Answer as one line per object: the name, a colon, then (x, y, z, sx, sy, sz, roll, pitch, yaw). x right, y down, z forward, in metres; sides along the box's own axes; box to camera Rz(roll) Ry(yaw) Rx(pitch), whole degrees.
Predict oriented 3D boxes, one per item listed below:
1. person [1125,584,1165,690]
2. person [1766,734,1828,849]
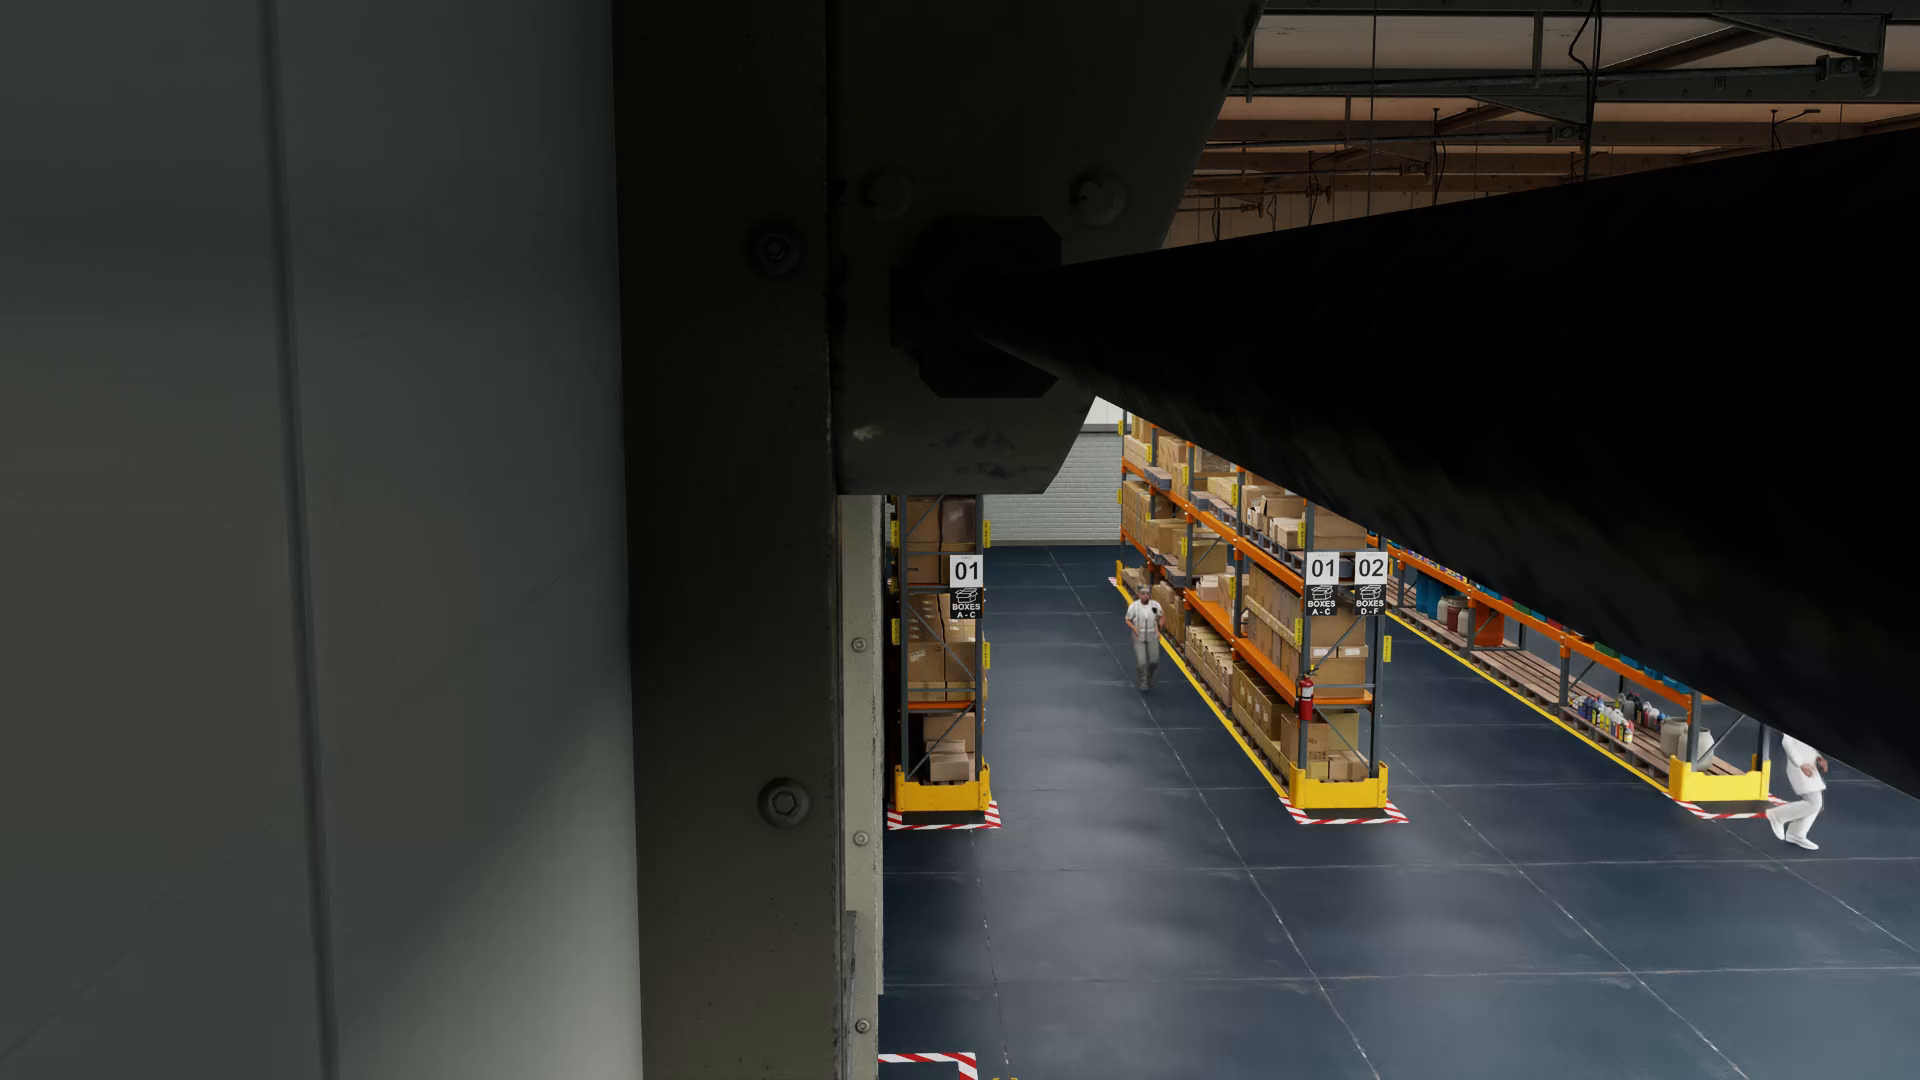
person: (2.966, 1.561, 26.539, 0.638, 1.737, 0.564, 0, 8, 0)
person: (9.726, 2.668, 19.269, 0.602, 1.752, 0.743, 5, 10, 32)
